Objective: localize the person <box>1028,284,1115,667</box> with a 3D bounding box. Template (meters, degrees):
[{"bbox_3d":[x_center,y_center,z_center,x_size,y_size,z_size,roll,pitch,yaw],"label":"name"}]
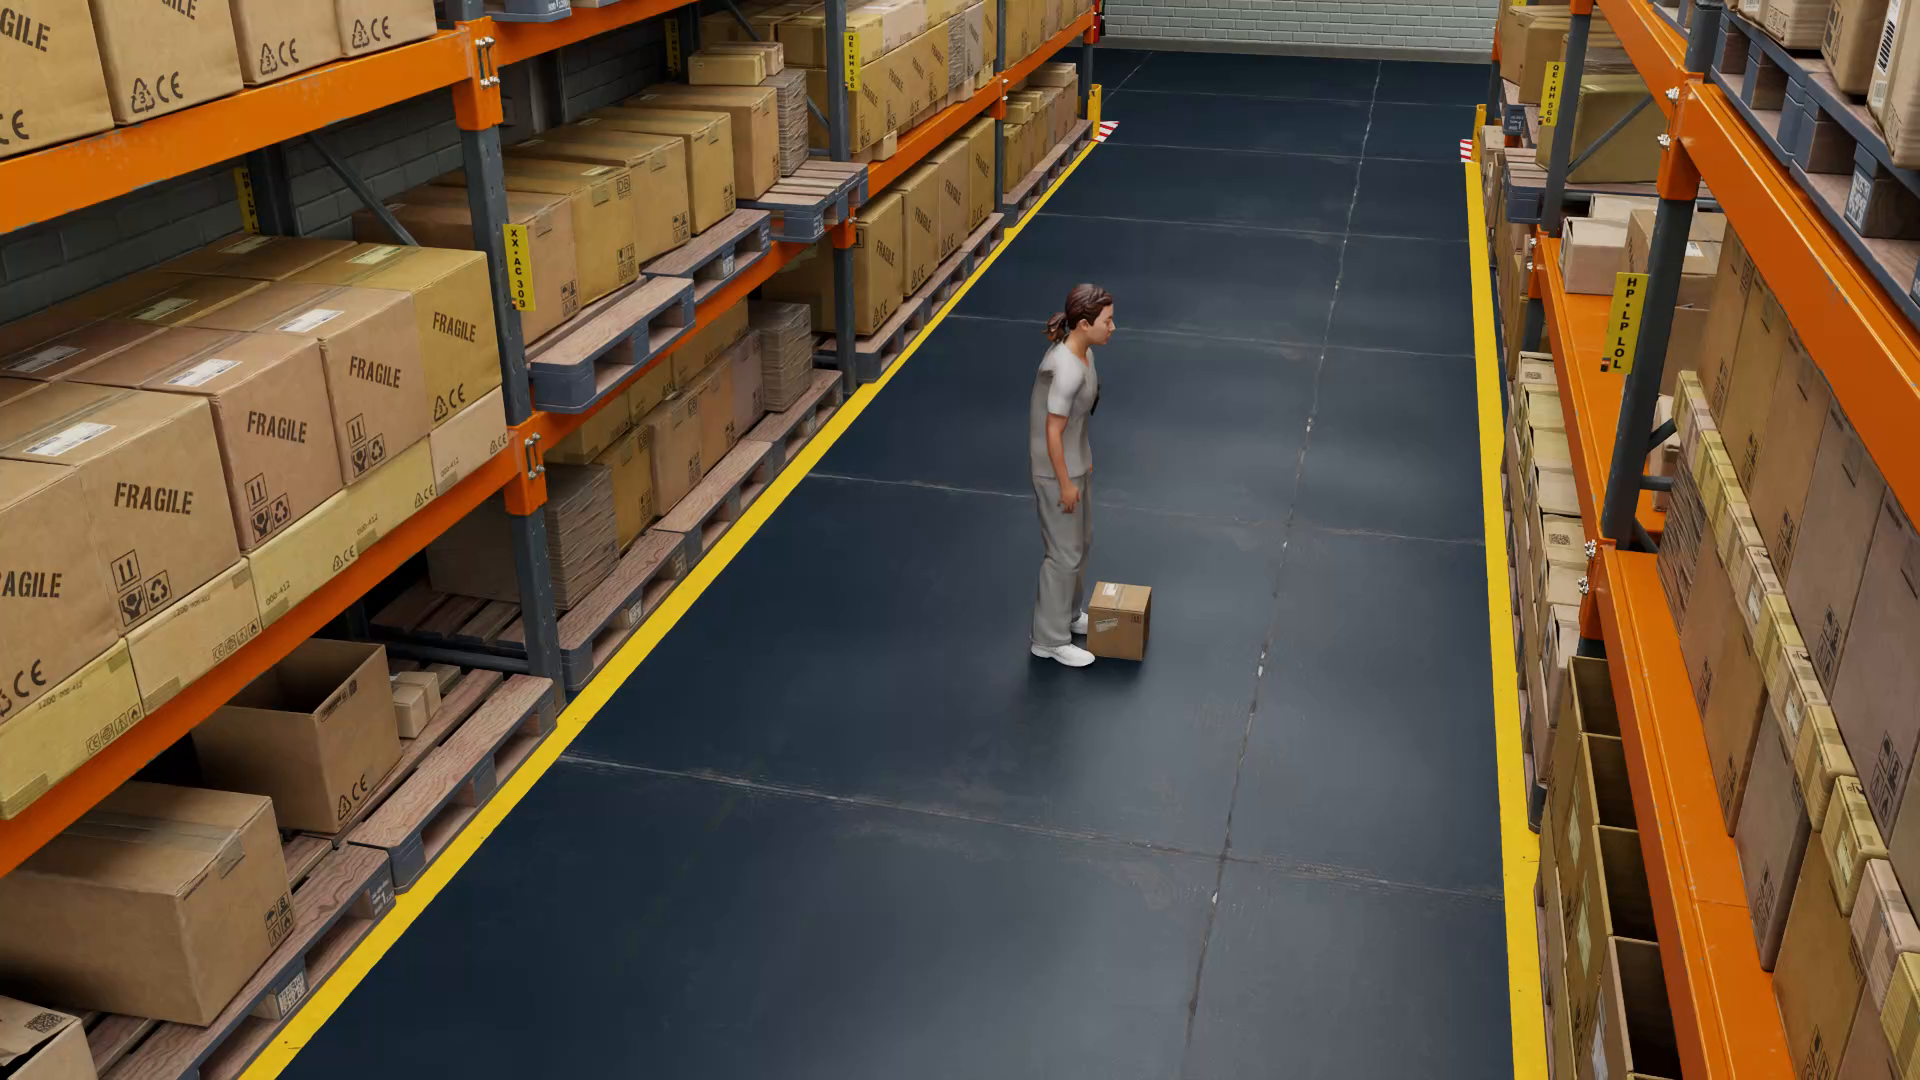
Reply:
[{"bbox_3d":[0.476,-0.300,7.243,0.351,1.672,0.497,6,26,12],"label":"person"}]
